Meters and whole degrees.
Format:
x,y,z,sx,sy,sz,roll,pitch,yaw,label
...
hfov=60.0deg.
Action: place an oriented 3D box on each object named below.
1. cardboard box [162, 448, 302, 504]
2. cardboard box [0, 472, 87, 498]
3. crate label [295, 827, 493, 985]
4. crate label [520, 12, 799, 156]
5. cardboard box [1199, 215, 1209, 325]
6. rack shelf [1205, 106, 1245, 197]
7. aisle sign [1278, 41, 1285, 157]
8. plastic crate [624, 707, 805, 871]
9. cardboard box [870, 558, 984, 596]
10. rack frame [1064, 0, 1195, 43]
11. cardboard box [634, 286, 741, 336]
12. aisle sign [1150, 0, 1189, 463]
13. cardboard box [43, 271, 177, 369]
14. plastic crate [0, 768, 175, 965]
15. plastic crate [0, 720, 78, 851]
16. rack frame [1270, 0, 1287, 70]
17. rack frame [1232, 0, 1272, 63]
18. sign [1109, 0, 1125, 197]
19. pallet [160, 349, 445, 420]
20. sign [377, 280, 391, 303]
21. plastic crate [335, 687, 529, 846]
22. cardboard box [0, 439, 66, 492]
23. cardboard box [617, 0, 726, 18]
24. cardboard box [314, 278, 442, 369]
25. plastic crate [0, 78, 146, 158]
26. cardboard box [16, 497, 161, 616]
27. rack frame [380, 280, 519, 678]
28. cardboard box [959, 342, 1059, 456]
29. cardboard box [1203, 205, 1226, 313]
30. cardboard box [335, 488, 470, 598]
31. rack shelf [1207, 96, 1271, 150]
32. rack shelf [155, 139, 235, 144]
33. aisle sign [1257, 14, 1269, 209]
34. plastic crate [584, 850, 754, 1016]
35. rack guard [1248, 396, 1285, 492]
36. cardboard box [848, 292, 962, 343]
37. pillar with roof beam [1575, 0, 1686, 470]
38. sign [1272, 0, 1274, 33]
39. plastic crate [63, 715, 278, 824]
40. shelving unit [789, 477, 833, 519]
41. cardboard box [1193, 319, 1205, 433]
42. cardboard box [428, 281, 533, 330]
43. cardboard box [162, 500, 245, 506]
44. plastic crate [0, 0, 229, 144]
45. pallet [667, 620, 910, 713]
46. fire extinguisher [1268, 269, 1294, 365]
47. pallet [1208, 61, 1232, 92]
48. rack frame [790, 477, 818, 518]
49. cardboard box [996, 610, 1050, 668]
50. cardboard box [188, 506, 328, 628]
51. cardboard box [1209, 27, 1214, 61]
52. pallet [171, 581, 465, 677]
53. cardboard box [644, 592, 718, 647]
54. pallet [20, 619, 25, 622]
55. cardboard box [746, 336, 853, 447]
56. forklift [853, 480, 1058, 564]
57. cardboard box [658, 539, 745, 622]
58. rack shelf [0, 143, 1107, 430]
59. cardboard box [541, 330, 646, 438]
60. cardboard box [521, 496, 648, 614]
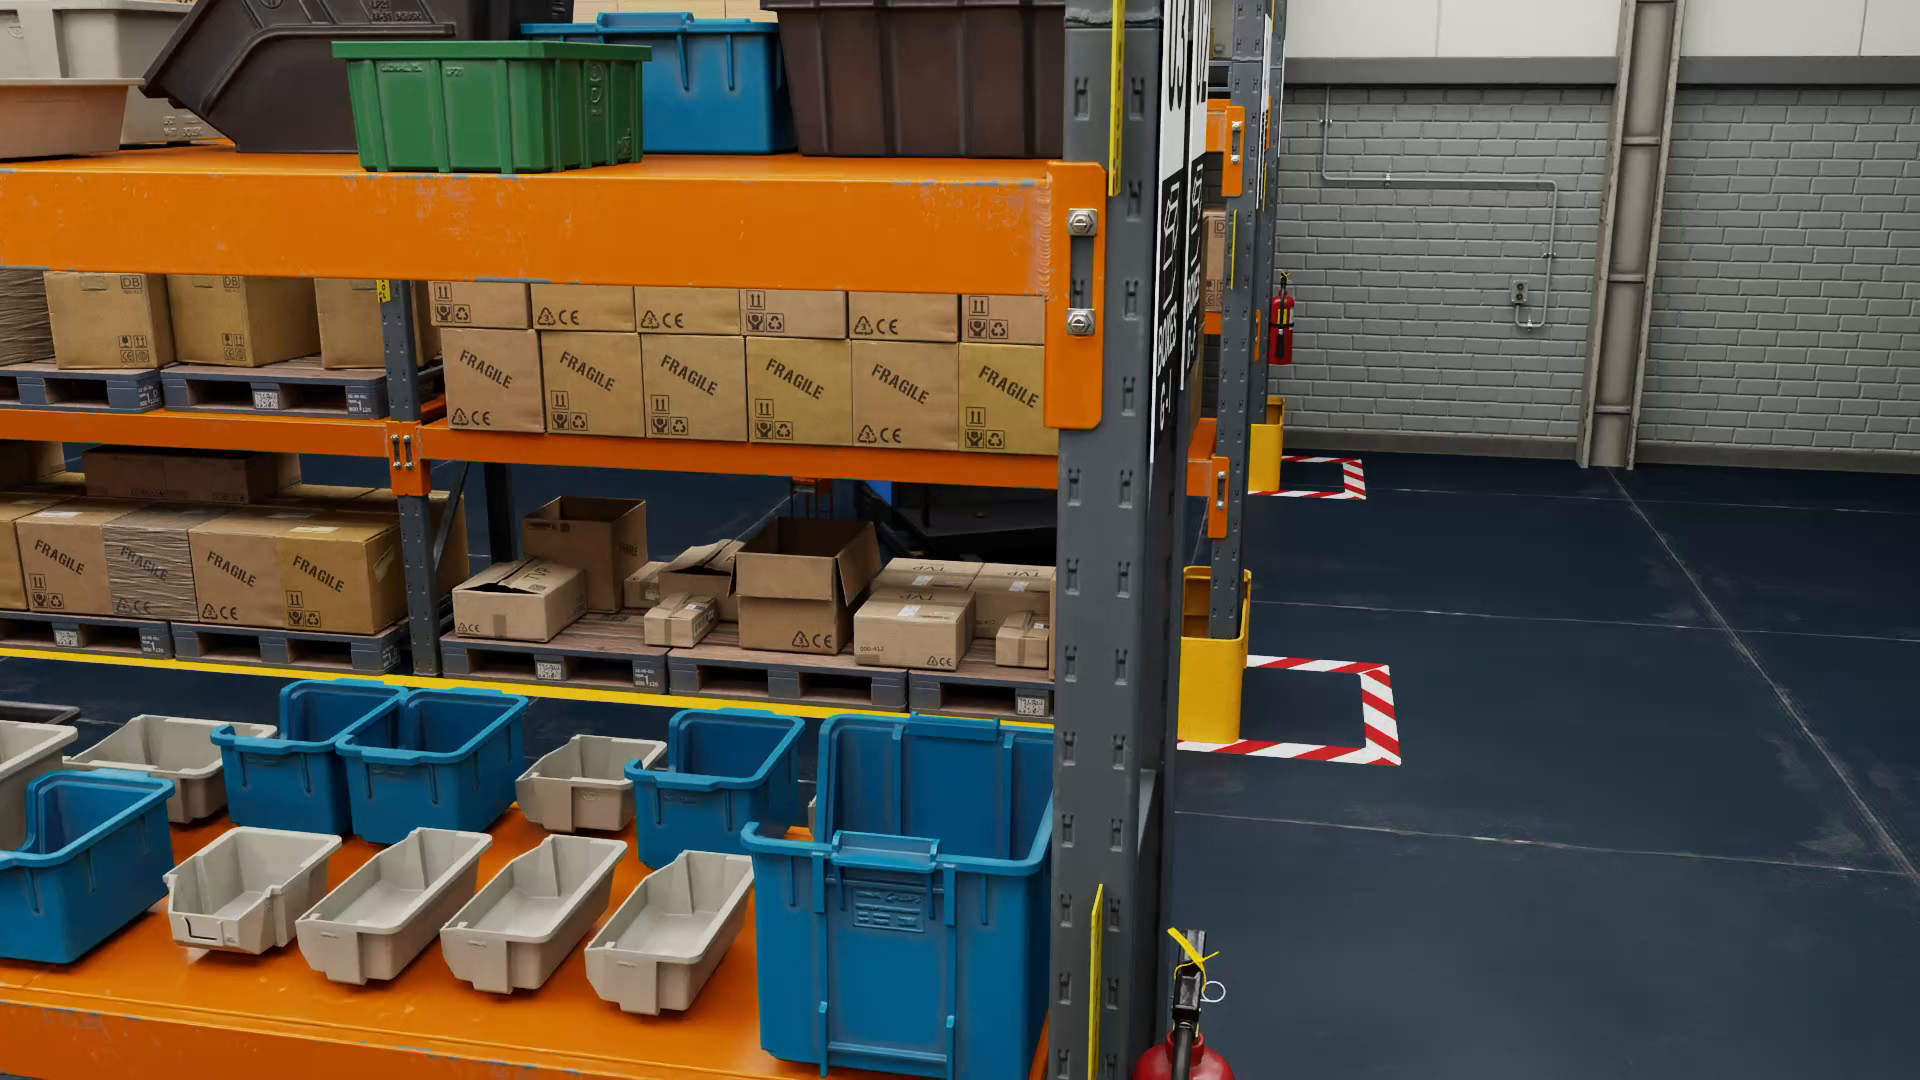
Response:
x,y,z,sx,sy,sz,roll,pitch,yaw,label
-4.033,-0.389,9.231,0.500,0.250,0.500,3,16,11,cardboard box
-5.077,-0.082,9.527,0.500,0.500,0.500,3,16,9,cardboard box
-1.093,0.705,3.209,0.243,0.136,0.396,3,16,11,crate label
-0.539,-0.877,3.198,0.502,0.251,0.408,3,16,11,crate label
0.910,-1.287,7.961,0.500,0.500,0.500,4,16,13,cardboard box
-0.668,-1.870,7.853,4.000,0.370,1.077,3,16,11,rack shelf
2.286,-3.131,11.808,0.004,0.787,0.394,3,16,11,aisle sign
-0.520,0.548,3.595,0.300,0.233,0.416,3,16,11,plastic crate
-0.164,0.292,8.646,0.500,0.250,0.500,3,16,11,cardboard box
0.301,-2.260,2.295,0.127,3.000,1.000,3,16,11,rack frame
-1.213,-1.254,7.841,0.500,0.500,0.500,3,16,9,cardboard box
0.313,-0.542,2.459,0.004,0.787,0.394,3,16,11,aisle sign
-4.371,-1.206,8.753,0.500,0.500,0.700,-1,16,-3,cardboard box
-1.762,0.640,3.263,0.300,0.233,0.416,3,16,11,plastic crate
-2.159,0.576,3.405,0.530,0.282,0.437,3,16,11,plastic crate
2.275,-4.852,11.651,0.127,3.000,1.000,3,16,11,rack frame
1.292,-3.556,6.972,0.127,3.000,1.000,3,16,11,rack frame
0.207,-0.620,2.187,0.005,0.325,0.100,3,16,11,sign
-3.389,-0.856,8.824,1.213,0.211,1.003,3,16,11,pallet
-2.735,-1.290,7.862,0.005,0.325,0.100,3,16,11,sign
-1.165,0.513,3.722,0.300,0.233,0.416,3,16,11,plastic crate
-5.528,-0.469,9.520,0.500,0.250,0.500,4,16,13,cardboard box
-1.223,-2.345,7.565,0.500,0.250,0.500,3,16,11,cardboard box
-3.048,-1.212,8.774,0.500,0.500,0.700,-2,16,-8,cardboard box
-1.773,-0.733,2.893,0.530,0.136,0.437,3,16,11,plastic crate
-4.641,0.082,8.936,0.500,0.500,0.500,3,16,9,cardboard box
-2.628,-0.878,8.541,0.127,3.000,1.000,3,16,11,rack frame
0.290,-0.692,7.685,0.500,0.500,0.500,3,16,12,cardboard box
1.774,-2.130,12.501,0.700,0.700,0.980,4,16,14,cardboard box
-3.053,0.025,9.139,0.500,0.500,0.500,2,16,9,cardboard box
0.316,-3.166,12.532,4.000,0.370,1.077,3,16,11,rack shelf
-4.588,-2.083,8.621,4.000,0.370,1.077,3,16,11,rack shelf
1.298,-1.834,7.124,0.004,0.787,0.394,3,16,11,aisle sign
-0.534,0.733,3.109,0.243,0.136,0.396,3,16,11,plastic crate
2.299,-0.755,12.781,0.348,0.500,1.175,3,16,11,rack guard
-0.203,-1.200,7.644,0.500,0.500,0.500,4,16,13,cardboard box
4.236,-3.809,7.884,0.400,9.000,9.100,3,16,11,pillar with roof beam
2.154,-3.654,11.434,0.005,0.325,0.100,3,16,11,sign
-1.852,0.530,3.841,0.466,0.136,0.293,3,16,11,plastic crate
-1.007,-0.601,11.195,0.215,1.050,0.252,6,16,19,shelving unit
0.910,-0.806,8.094,0.500,0.500,0.500,3,16,12,cardboard box
-2.222,-1.309,8.038,0.500,0.500,0.500,4,16,13,cardboard box
-4.066,-0.029,9.334,0.500,0.500,0.500,3,16,12,cardboard box
-1.809,-0.956,3.429,0.530,0.282,0.437,3,16,11,plastic crate
-0.756,0.567,8.549,1.213,0.211,1.003,3,16,11,pallet
2.331,-1.615,12.047,0.183,0.674,0.296,3,16,11,fire extinguisher
1.546,-3.401,12.196,1.213,0.211,1.003,3,16,11,pallet
-1.049,-0.570,11.085,0.200,1.050,0.008,6,16,19,rack frame
0.331,0.479,8.127,0.250,0.166,0.380,3,16,11,cardboard box
-3.651,0.135,8.743,0.500,0.500,0.500,3,16,11,cardboard box
1.609,-3.688,12.374,0.500,0.250,0.500,4,16,14,cardboard box
-3.432,0.433,9.034,1.213,0.211,1.003,3,16,11,pallet
-1.410,0.398,8.419,0.250,0.166,0.380,3,16,11,cardboard box
-5.824,0.303,9.503,1.213,0.211,1.003,3,16,11,pallet
-0.692,-0.747,7.883,0.500,0.500,0.500,3,16,10,cardboard box
0.185,-1.254,10.027,1.130,2.935,3.031,-5,16,-17,forklift
-1.278,0.202,8.856,0.500,0.311,0.500,3,16,11,cardboard box
-1.659,-0.575,3.176,4.000,0.370,1.077,3,16,11,rack shelf
-1.680,-0.801,8.078,0.500,0.500,0.500,3,16,12,cardboard box
-2.013,0.071,8.975,0.500,0.500,0.500,3,16,11,cardboard box
